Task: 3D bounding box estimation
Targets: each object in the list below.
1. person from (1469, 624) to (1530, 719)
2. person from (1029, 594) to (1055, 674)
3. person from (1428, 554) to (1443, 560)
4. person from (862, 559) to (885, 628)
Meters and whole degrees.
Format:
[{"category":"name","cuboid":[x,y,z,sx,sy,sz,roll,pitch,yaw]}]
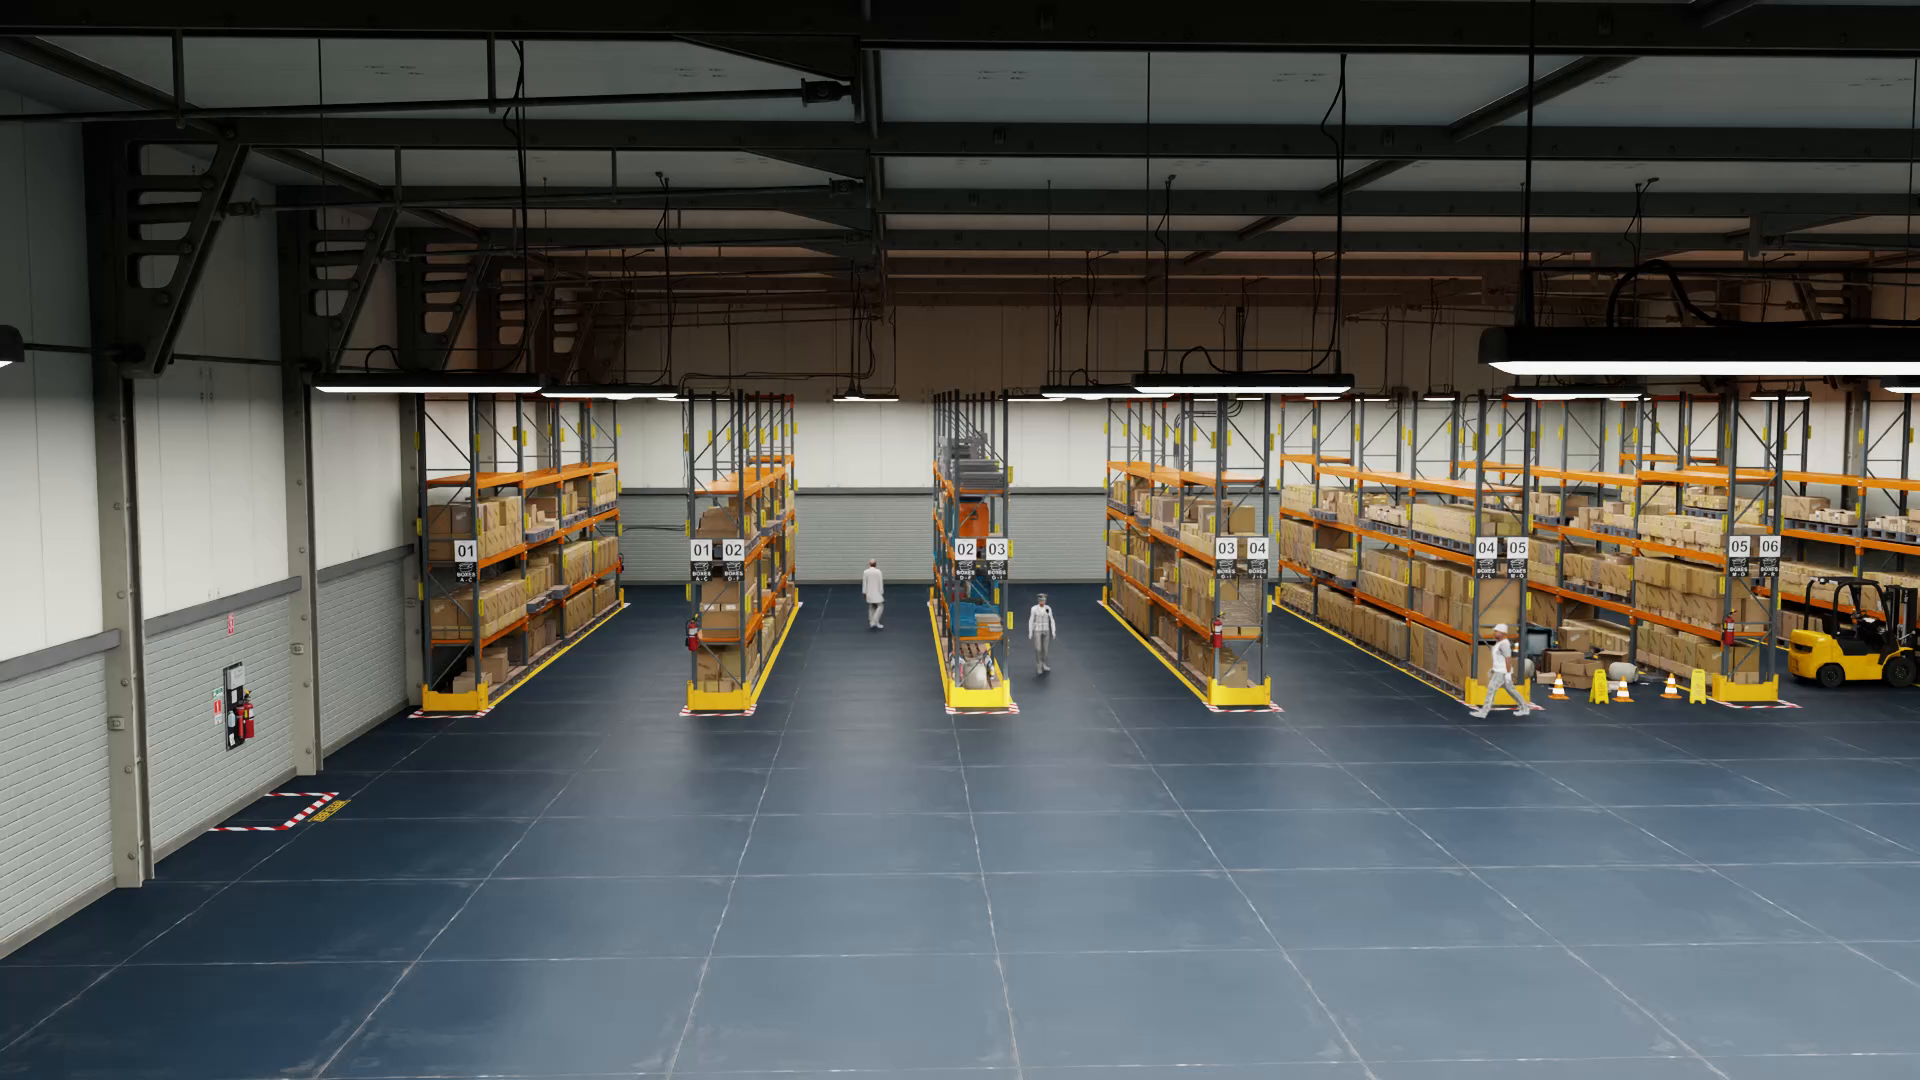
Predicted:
[{"category":"person","cuboid":[9.836,2.386,30.249,1.087,1.735,0.561,1,5,10]},{"category":"person","cuboid":[1.763,2.007,35.591,0.552,1.726,0.484,-1,5,-11]},{"category":"person","cuboid":[14.309,0.781,49.832,0.929,1.758,0.540,-2,5,-22]},{"category":"person","cuboid":[-2.225,1.372,42.532,0.634,1.777,0.582,2,5,28]}]
